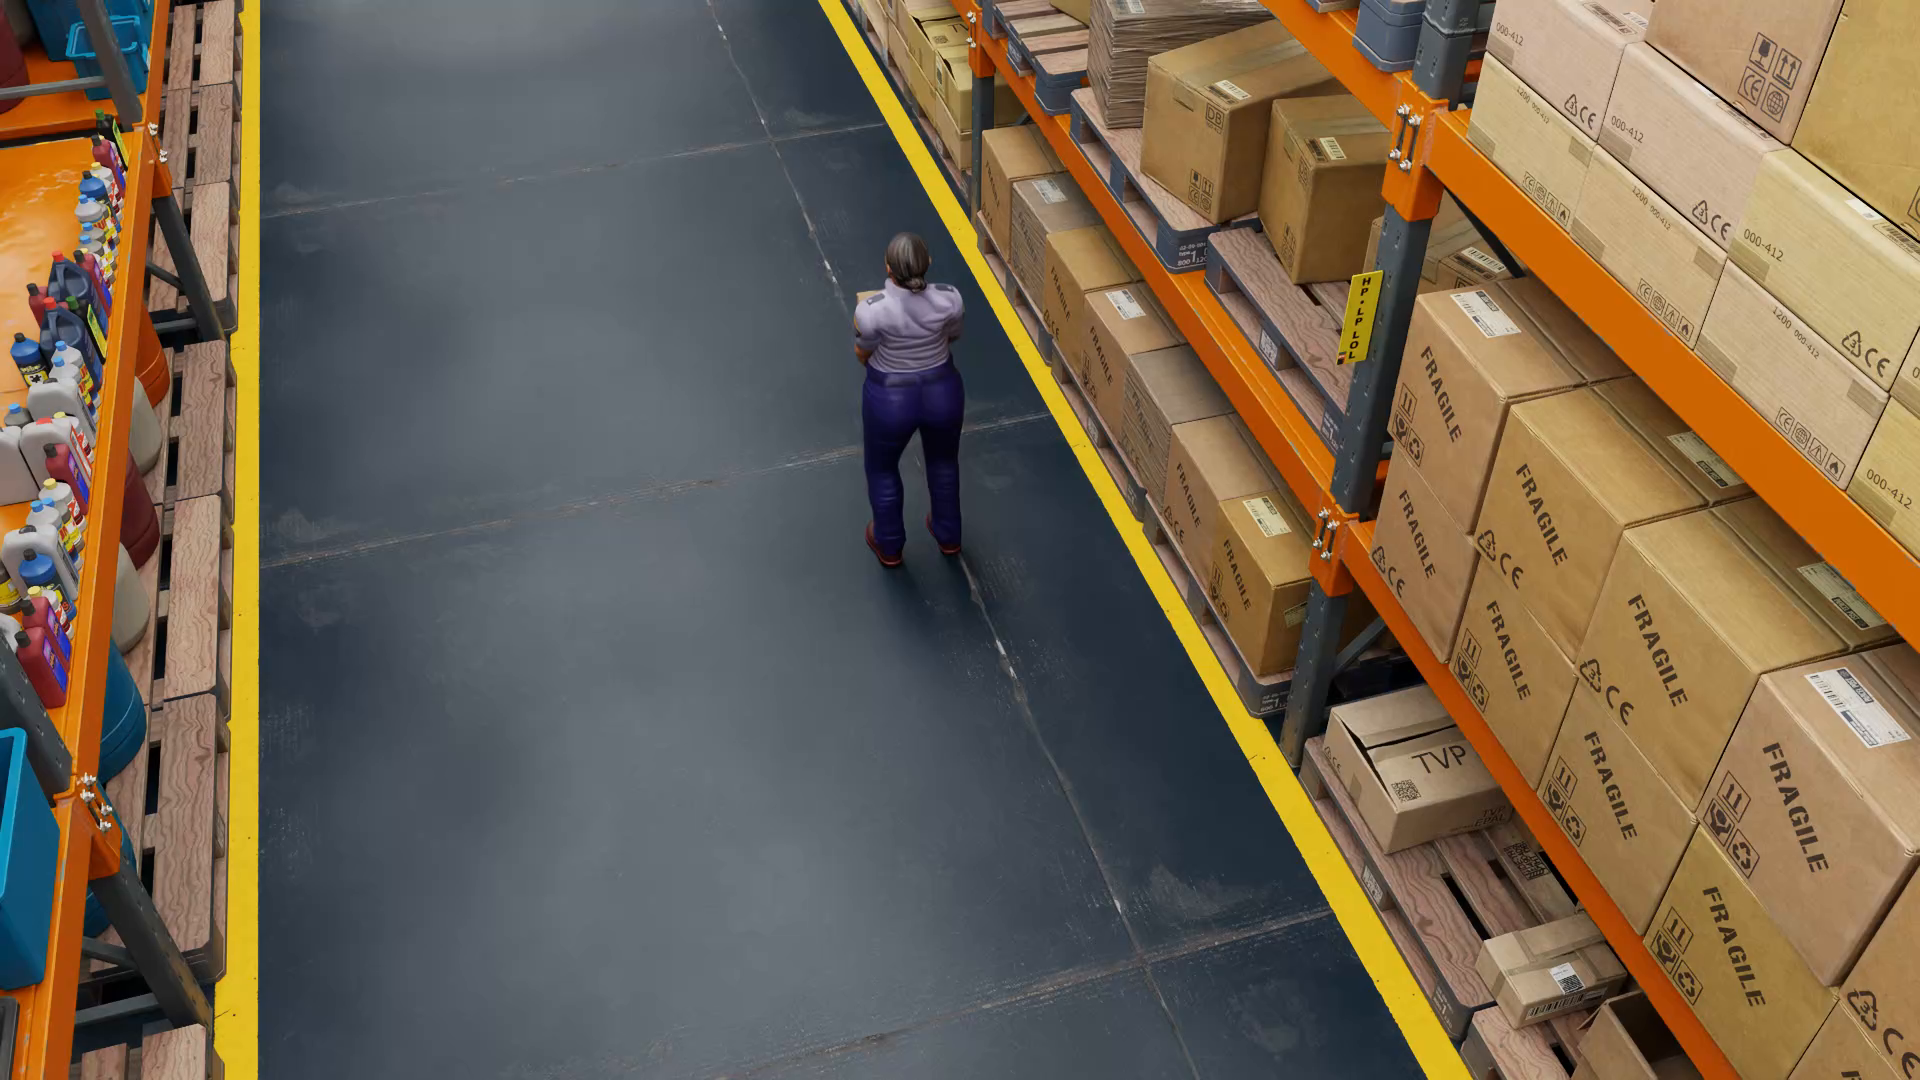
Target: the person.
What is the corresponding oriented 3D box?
[{"bbox_3d":[-0.222,-0.627,6.865,0.453,1.638,0.515,-11,44,-12],"label":"person"}]
